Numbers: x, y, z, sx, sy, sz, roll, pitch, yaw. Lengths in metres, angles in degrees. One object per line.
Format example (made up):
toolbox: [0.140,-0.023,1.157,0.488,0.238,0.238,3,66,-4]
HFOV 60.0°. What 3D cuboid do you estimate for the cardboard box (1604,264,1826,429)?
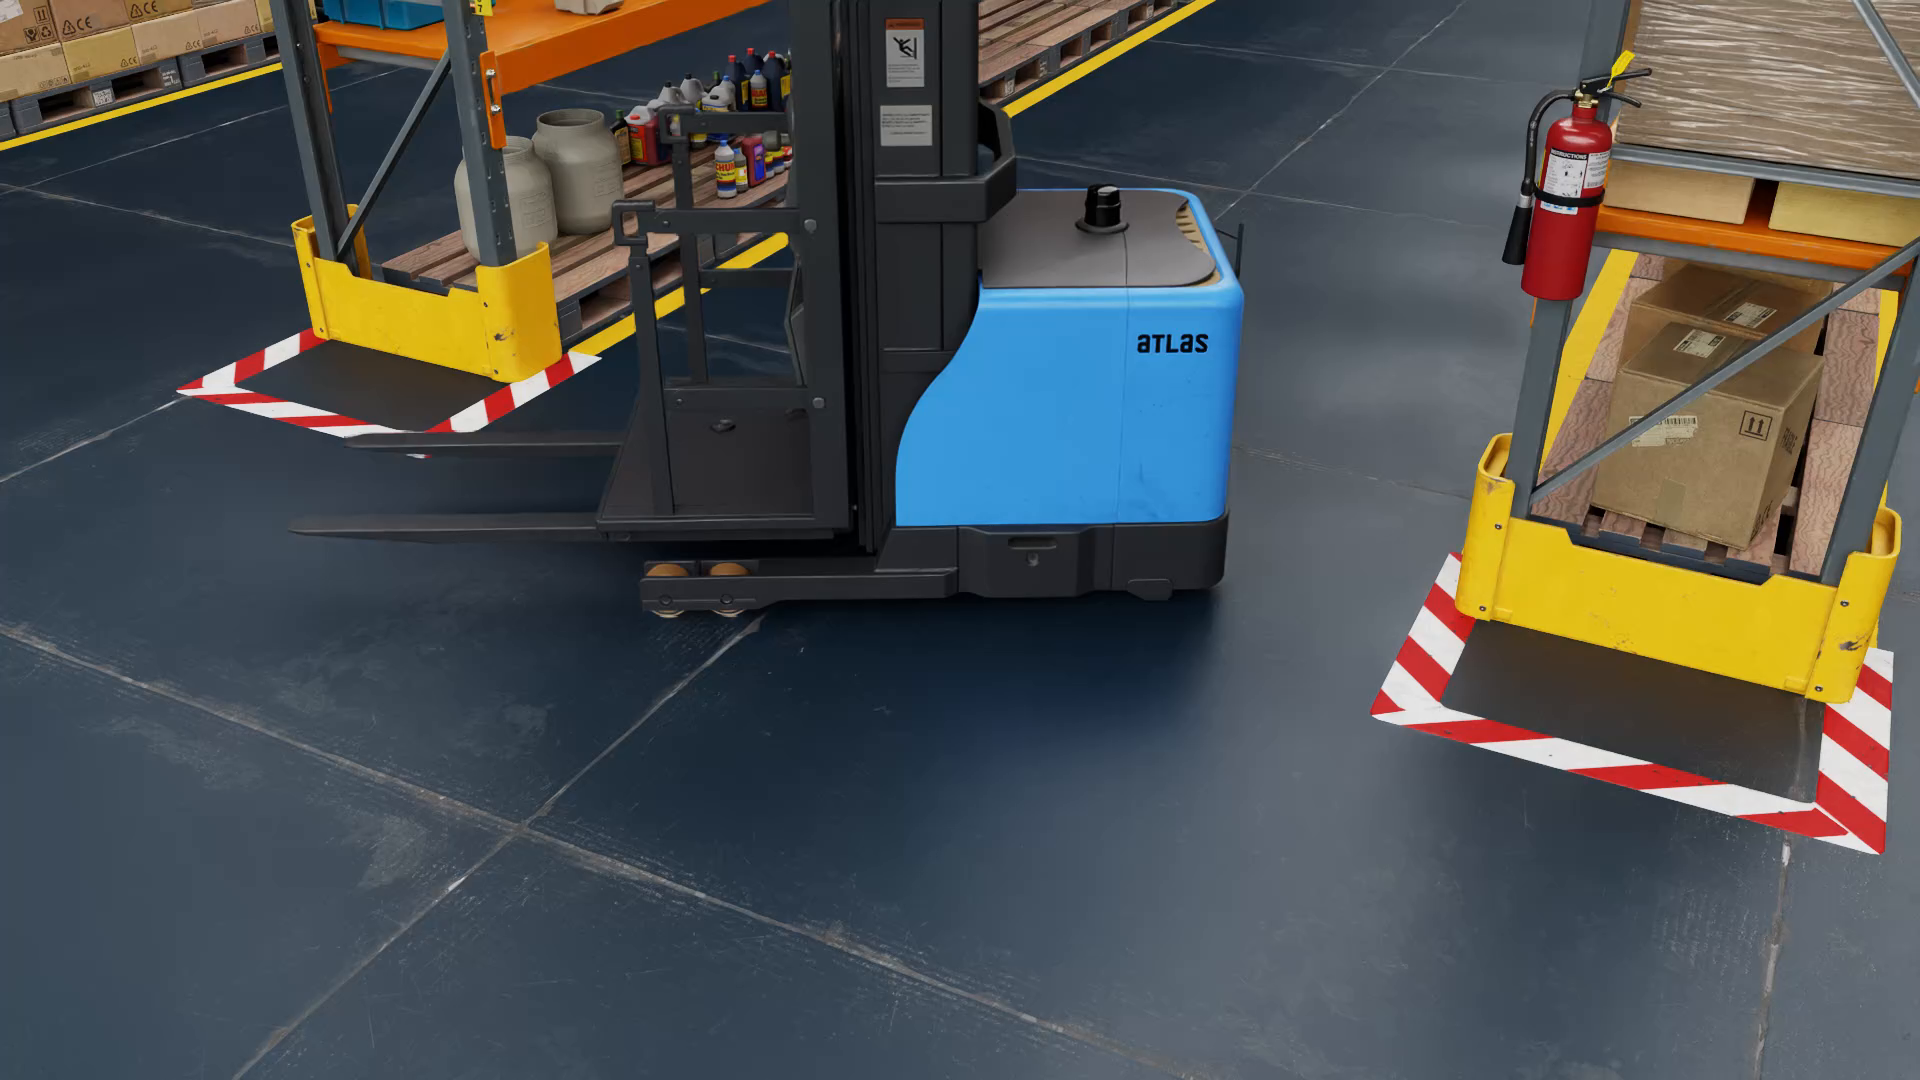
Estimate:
cardboard box: [2.683,-0.625,5.914,0.500,0.500,0.500,24,38,36]

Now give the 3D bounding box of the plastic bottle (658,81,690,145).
plastic bottle: [-1.547,-2.301,8.964,0.144,0.351,0.185,16,33,25]

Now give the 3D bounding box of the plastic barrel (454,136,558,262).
plastic barrel: [-2.036,-1.517,7.455,0.421,0.512,0.421,0,30,0]

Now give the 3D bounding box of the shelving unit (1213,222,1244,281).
shelving unit: [0.853,-0.751,6.154,0.210,0.900,0.258,-18,35,-29]

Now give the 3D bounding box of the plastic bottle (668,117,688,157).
plastic bottle: [-1.499,-2.142,8.836,0.097,0.201,0.097,0,30,0]

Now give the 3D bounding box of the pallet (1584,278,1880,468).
pallet: [3.135,-0.696,6.750,1.003,0.211,1.213,14,33,23]

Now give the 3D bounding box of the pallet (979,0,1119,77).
pallet: [0.432,-3.568,11.751,1.003,0.211,1.213,14,33,23]

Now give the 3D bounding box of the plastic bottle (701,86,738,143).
plastic bottle: [-1.319,-2.329,9.087,0.152,0.276,0.135,14,33,23]

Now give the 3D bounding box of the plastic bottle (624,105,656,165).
plastic bottle: [-1.682,-2.133,8.746,0.152,0.276,0.135,15,33,24]

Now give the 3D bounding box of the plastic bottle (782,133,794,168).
plastic bottle: [-0.917,-2.055,8.684,0.097,0.201,0.097,0,30,0]

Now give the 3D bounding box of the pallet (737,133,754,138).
pallet: [-0.789,-2.380,9.682,1.003,0.211,1.213,14,33,23]

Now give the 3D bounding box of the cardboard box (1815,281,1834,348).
cardboard box: [3.279,-1.135,6.803,0.500,0.500,0.500,11,32,19]

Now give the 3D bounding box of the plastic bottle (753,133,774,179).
plastic bottle: [-1.008,-1.997,8.513,0.097,0.271,0.097,0,30,0]

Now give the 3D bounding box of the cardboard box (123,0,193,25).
cardboard box: [-5.333,-3.621,10.630,0.500,0.500,0.500,14,33,23]

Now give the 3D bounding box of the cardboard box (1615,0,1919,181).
cardboard box: [2.417,-1.391,4.760,0.875,0.500,0.500,14,33,23]

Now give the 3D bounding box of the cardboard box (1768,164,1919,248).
cardboard box: [2.484,-0.944,4.634,0.380,0.149,0.250,14,33,23]

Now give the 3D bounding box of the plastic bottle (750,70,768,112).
plastic bottle: [-1.141,-2.530,9.441,0.097,0.271,0.097,0,30,0]

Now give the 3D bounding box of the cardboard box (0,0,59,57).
cardboard box: [-5.791,-3.178,9.859,0.500,0.500,0.500,14,33,23]

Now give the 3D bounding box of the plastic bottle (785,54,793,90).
plastic bottle: [-1.009,-2.675,9.682,0.061,0.283,0.133,14,33,23]

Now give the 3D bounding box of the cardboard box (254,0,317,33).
cardboard box: [-4.870,-3.737,11.586,0.500,0.250,0.500,14,33,23]

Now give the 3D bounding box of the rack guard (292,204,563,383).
rack guard: [-2.275,-1.065,7.102,1.175,0.500,0.348,14,33,23]

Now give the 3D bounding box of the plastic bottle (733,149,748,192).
plastic bottle: [-1.117,-1.860,8.346,0.097,0.201,0.097,0,30,0]

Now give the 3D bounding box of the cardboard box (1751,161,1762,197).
cardboard box: [2.202,-1.156,5.002,0.380,0.149,0.250,14,33,23]

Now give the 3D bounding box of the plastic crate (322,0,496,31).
plastic crate: [-2.306,-2.330,6.944,0.499,0.251,0.616,14,33,23]

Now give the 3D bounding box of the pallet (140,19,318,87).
pallet: [-5.253,-3.451,11.547,1.003,0.211,1.213,14,33,23]

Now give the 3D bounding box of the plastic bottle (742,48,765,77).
plastic bottle: [-1.183,-2.656,9.581,0.144,0.351,0.185,15,33,25]

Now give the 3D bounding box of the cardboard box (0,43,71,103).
cardboard box: [-5.780,-2.851,10.041,0.500,0.250,0.500,14,33,23]

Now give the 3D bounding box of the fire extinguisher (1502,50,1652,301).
fire extinguisher: [1.679,-1.001,4.558,0.296,0.674,0.183,14,33,23]

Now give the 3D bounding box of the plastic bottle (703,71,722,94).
plastic bottle: [-1.381,-2.479,9.341,0.061,0.283,0.133,16,33,25]

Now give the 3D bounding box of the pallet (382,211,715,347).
pallet: [-1.900,-1.298,7.799,1.003,0.211,1.213,14,33,23]

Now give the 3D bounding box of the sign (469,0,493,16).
sign: [-1.780,-2.098,6.113,0.100,0.325,0.005,14,33,23]

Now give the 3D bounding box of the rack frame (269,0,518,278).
rack frame: [-2.268,-2.104,6.402,1.000,3.000,0.127,14,33,23]

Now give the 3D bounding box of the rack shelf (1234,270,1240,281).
rack shelf: [0.853,-0.956,6.036,0.200,0.077,0.258,-18,35,-29]

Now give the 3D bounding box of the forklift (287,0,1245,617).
forklift: [-0.666,-1.294,5.060,3.031,2.935,1.130,-1,30,-1]

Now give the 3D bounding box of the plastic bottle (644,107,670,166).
plastic bottle: [-1.587,-2.112,8.702,0.061,0.283,0.133,14,33,23]

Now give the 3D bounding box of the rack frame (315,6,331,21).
rack frame: [-4.853,-5.003,11.450,1.000,3.000,0.127,14,33,23]

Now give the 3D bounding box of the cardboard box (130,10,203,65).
cardboard box: [-5.321,-3.293,10.812,0.500,0.250,0.500,14,33,23]

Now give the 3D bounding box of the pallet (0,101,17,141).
pallet: [-6.364,-2.369,9.663,1.003,0.211,1.213,14,33,23]

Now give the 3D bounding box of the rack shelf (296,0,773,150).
rack shelf: [-1.357,-2.679,8.125,1.077,0.370,4.000,14,33,23]
